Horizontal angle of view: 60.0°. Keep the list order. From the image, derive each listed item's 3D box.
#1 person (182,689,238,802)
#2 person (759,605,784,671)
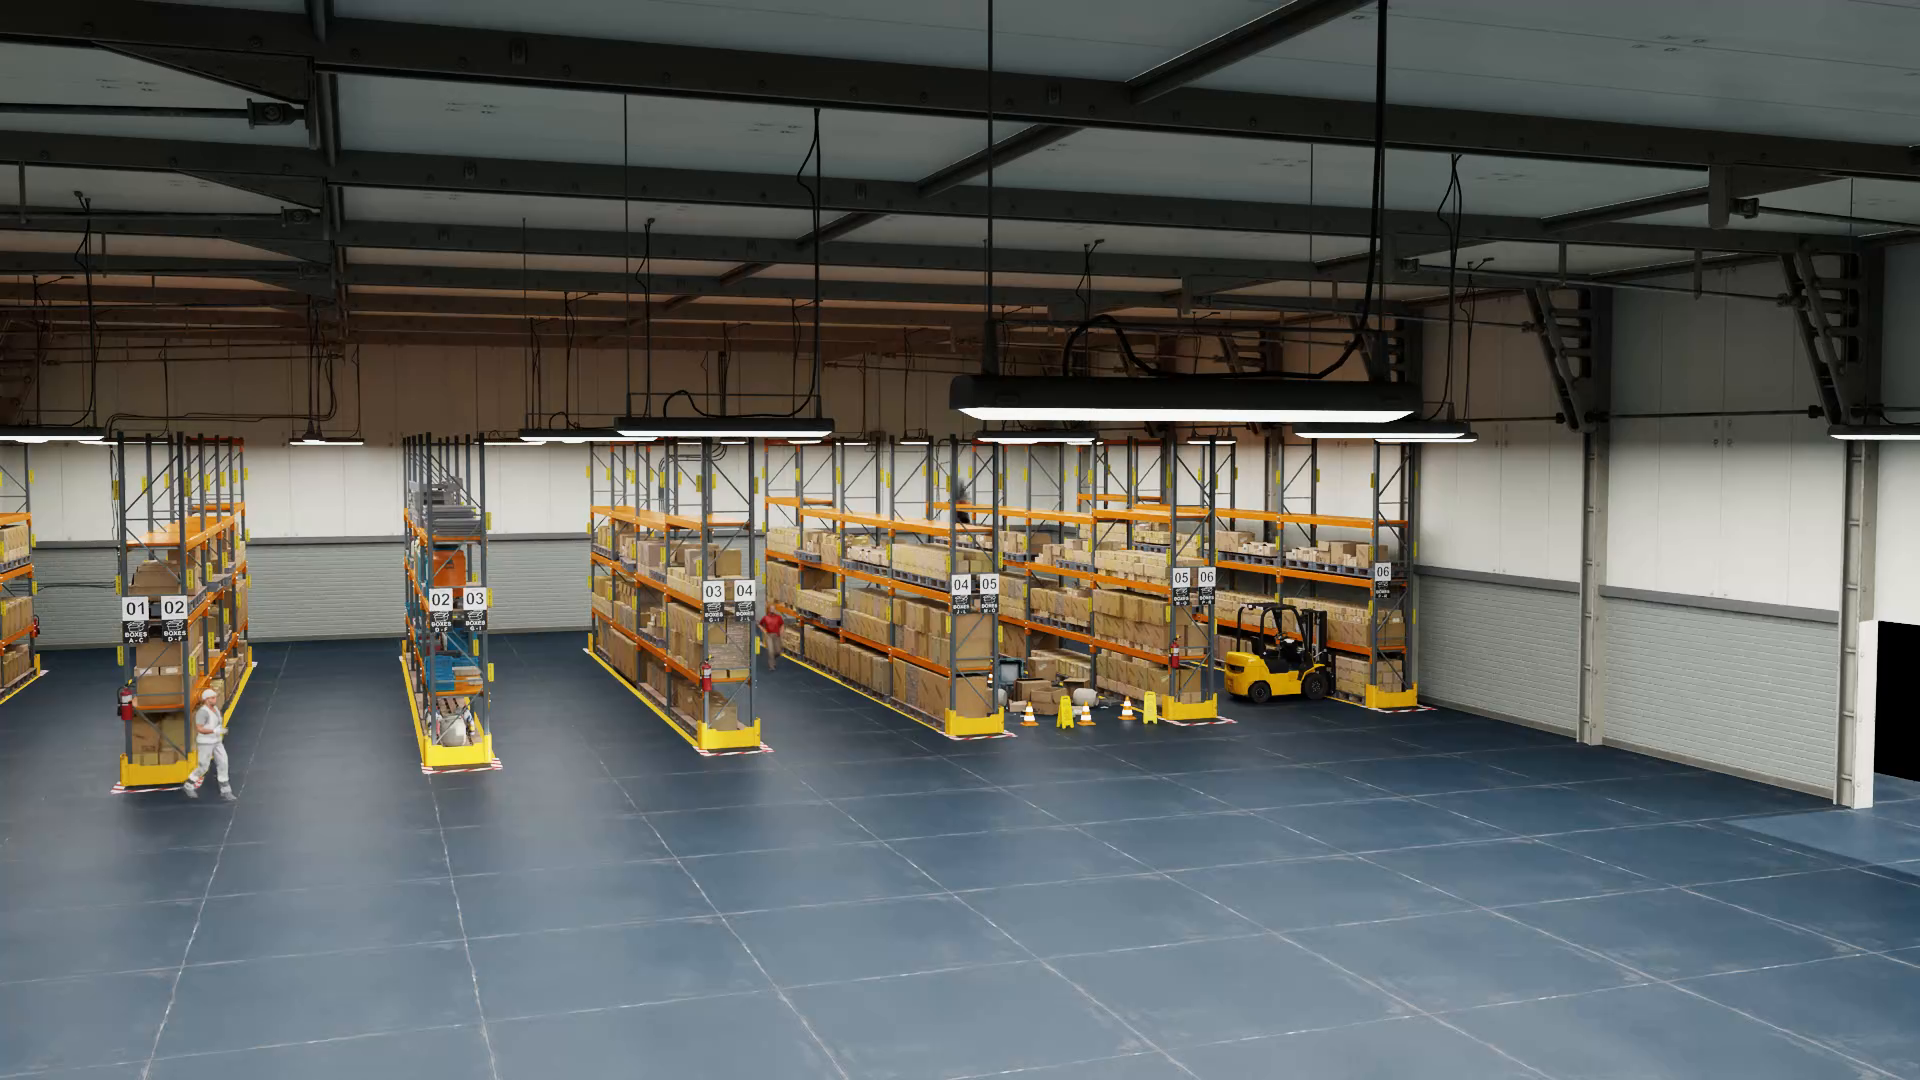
[{"bbox_3d":[-12.158,3.326,26.914,0.888,1.834,0.676,0,3,9],"label":"person"},{"bbox_3d":[-4.840,2.514,42.825,0.664,1.664,0.633,-1,3,-19],"label":"person"}]
